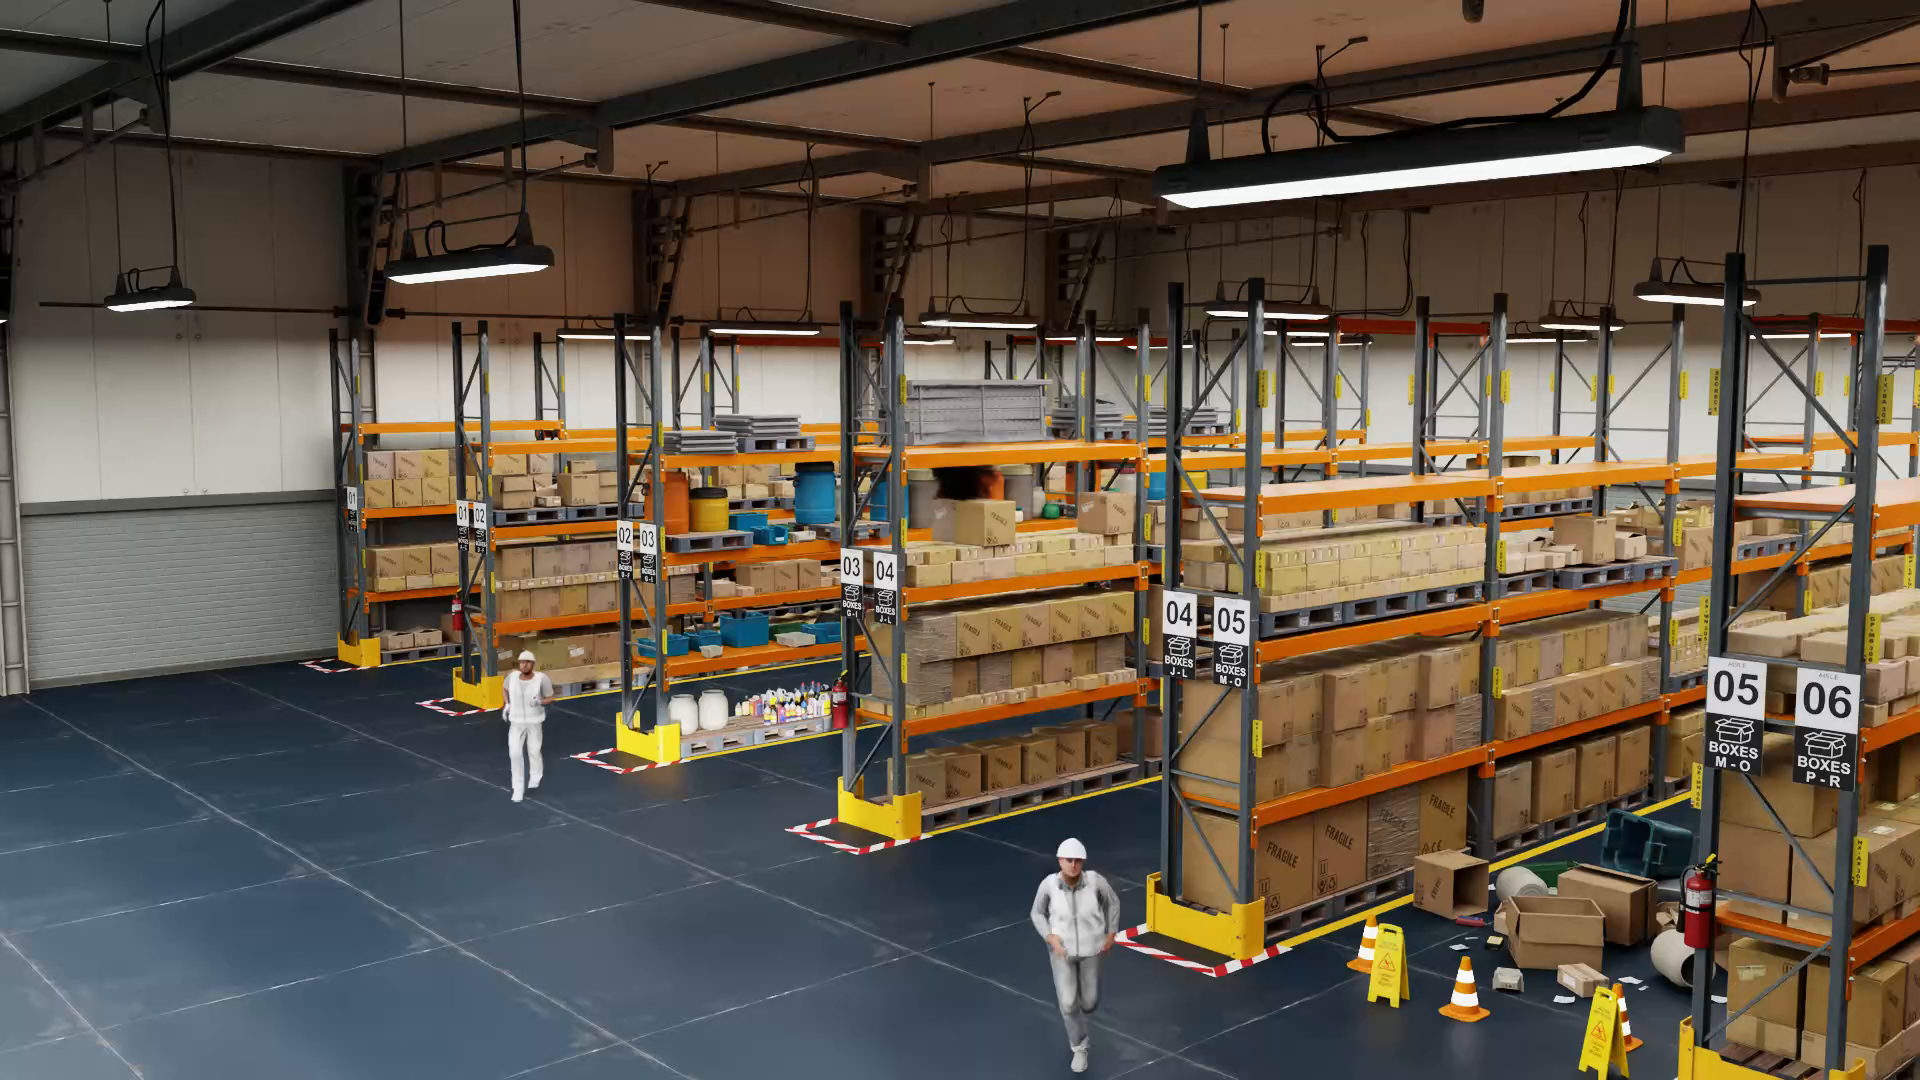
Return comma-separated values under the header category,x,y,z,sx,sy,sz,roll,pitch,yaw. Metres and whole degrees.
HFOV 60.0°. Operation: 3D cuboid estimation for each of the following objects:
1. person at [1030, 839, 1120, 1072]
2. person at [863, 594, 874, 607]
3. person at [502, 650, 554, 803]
category,x,y,z,sx,sy,sz,roll,pitch,yaw
person,0.871,3.082,12.642,0.684,1.742,0.710,0,6,-1
person,-1.808,0.950,33.799,0.754,1.804,0.685,-5,7,-40
person,-5.303,2.268,20.407,0.658,1.848,0.796,-1,6,-7
